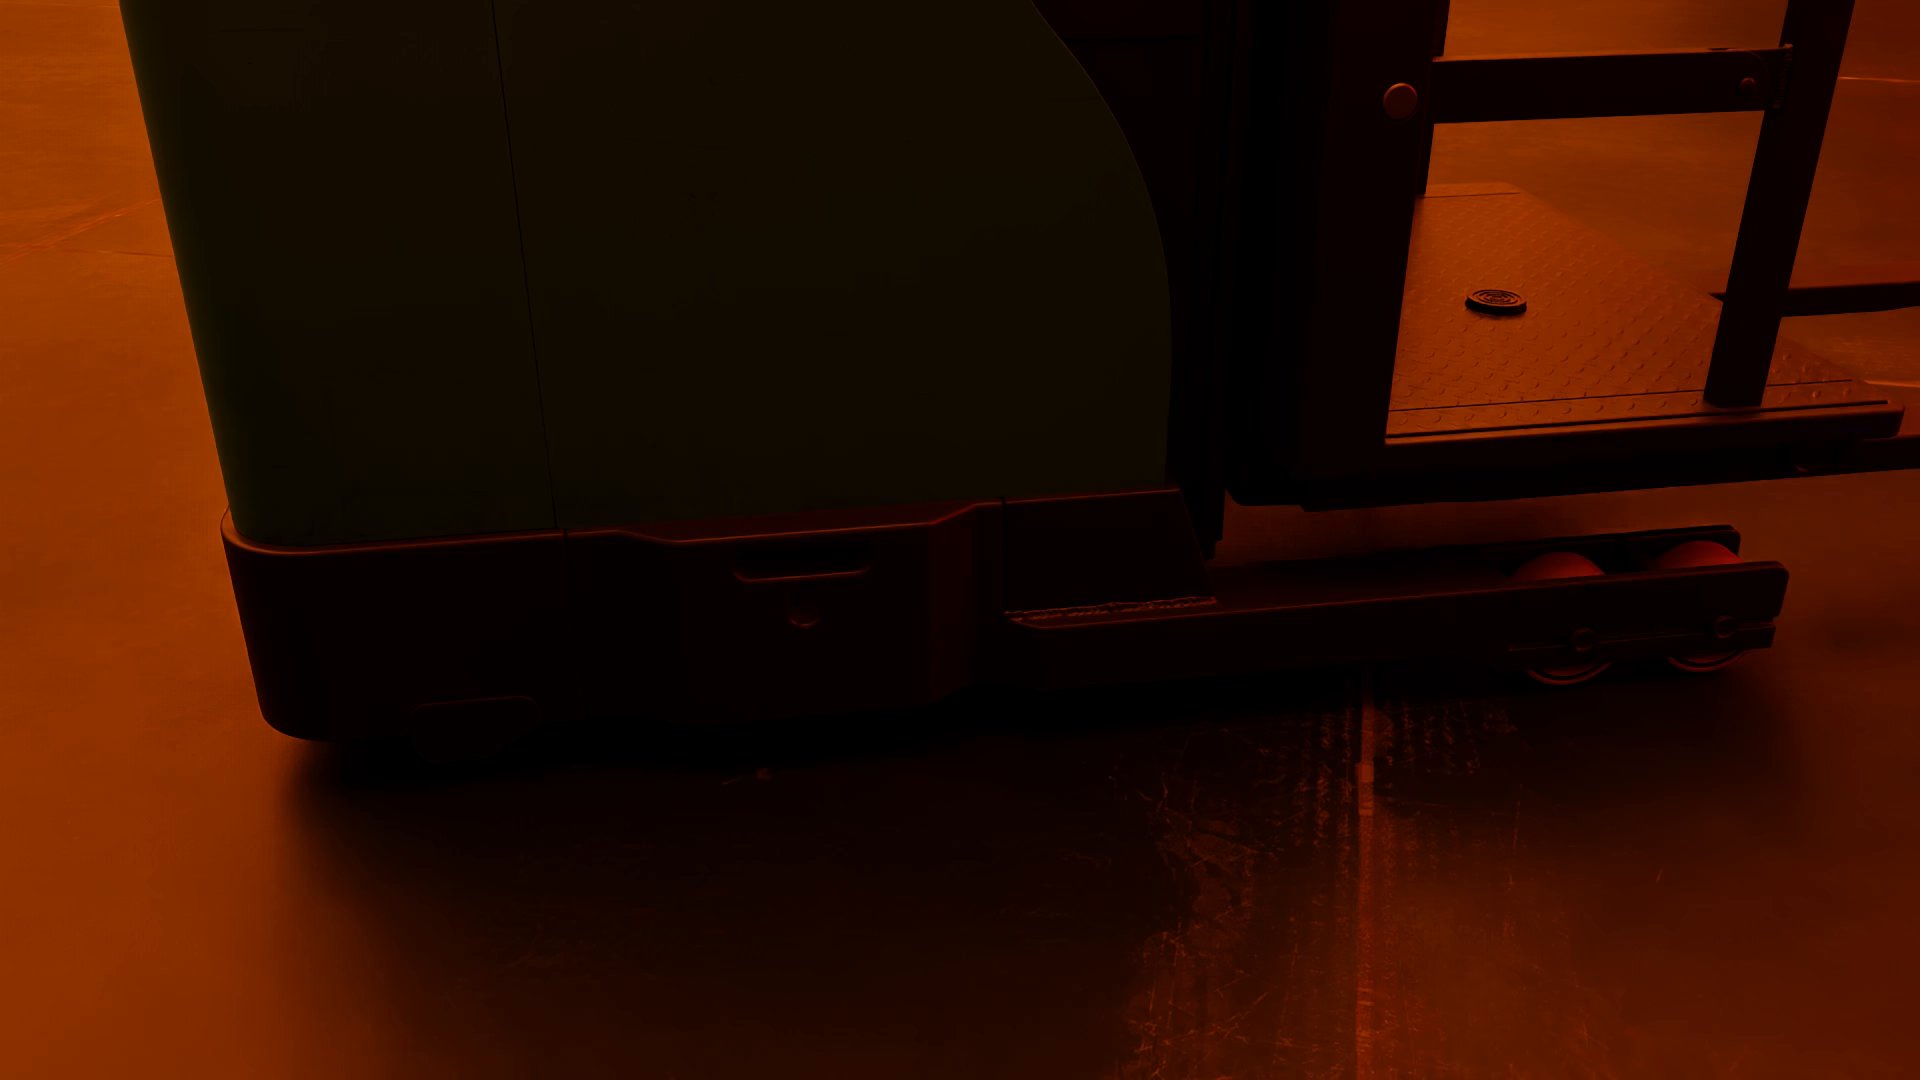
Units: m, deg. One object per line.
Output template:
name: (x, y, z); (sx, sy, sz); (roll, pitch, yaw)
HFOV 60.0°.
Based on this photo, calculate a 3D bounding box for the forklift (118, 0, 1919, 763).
forklift: (0.600, -1.354, 1.930); (3.031, 2.935, 1.130); (-4, 27, -9)
